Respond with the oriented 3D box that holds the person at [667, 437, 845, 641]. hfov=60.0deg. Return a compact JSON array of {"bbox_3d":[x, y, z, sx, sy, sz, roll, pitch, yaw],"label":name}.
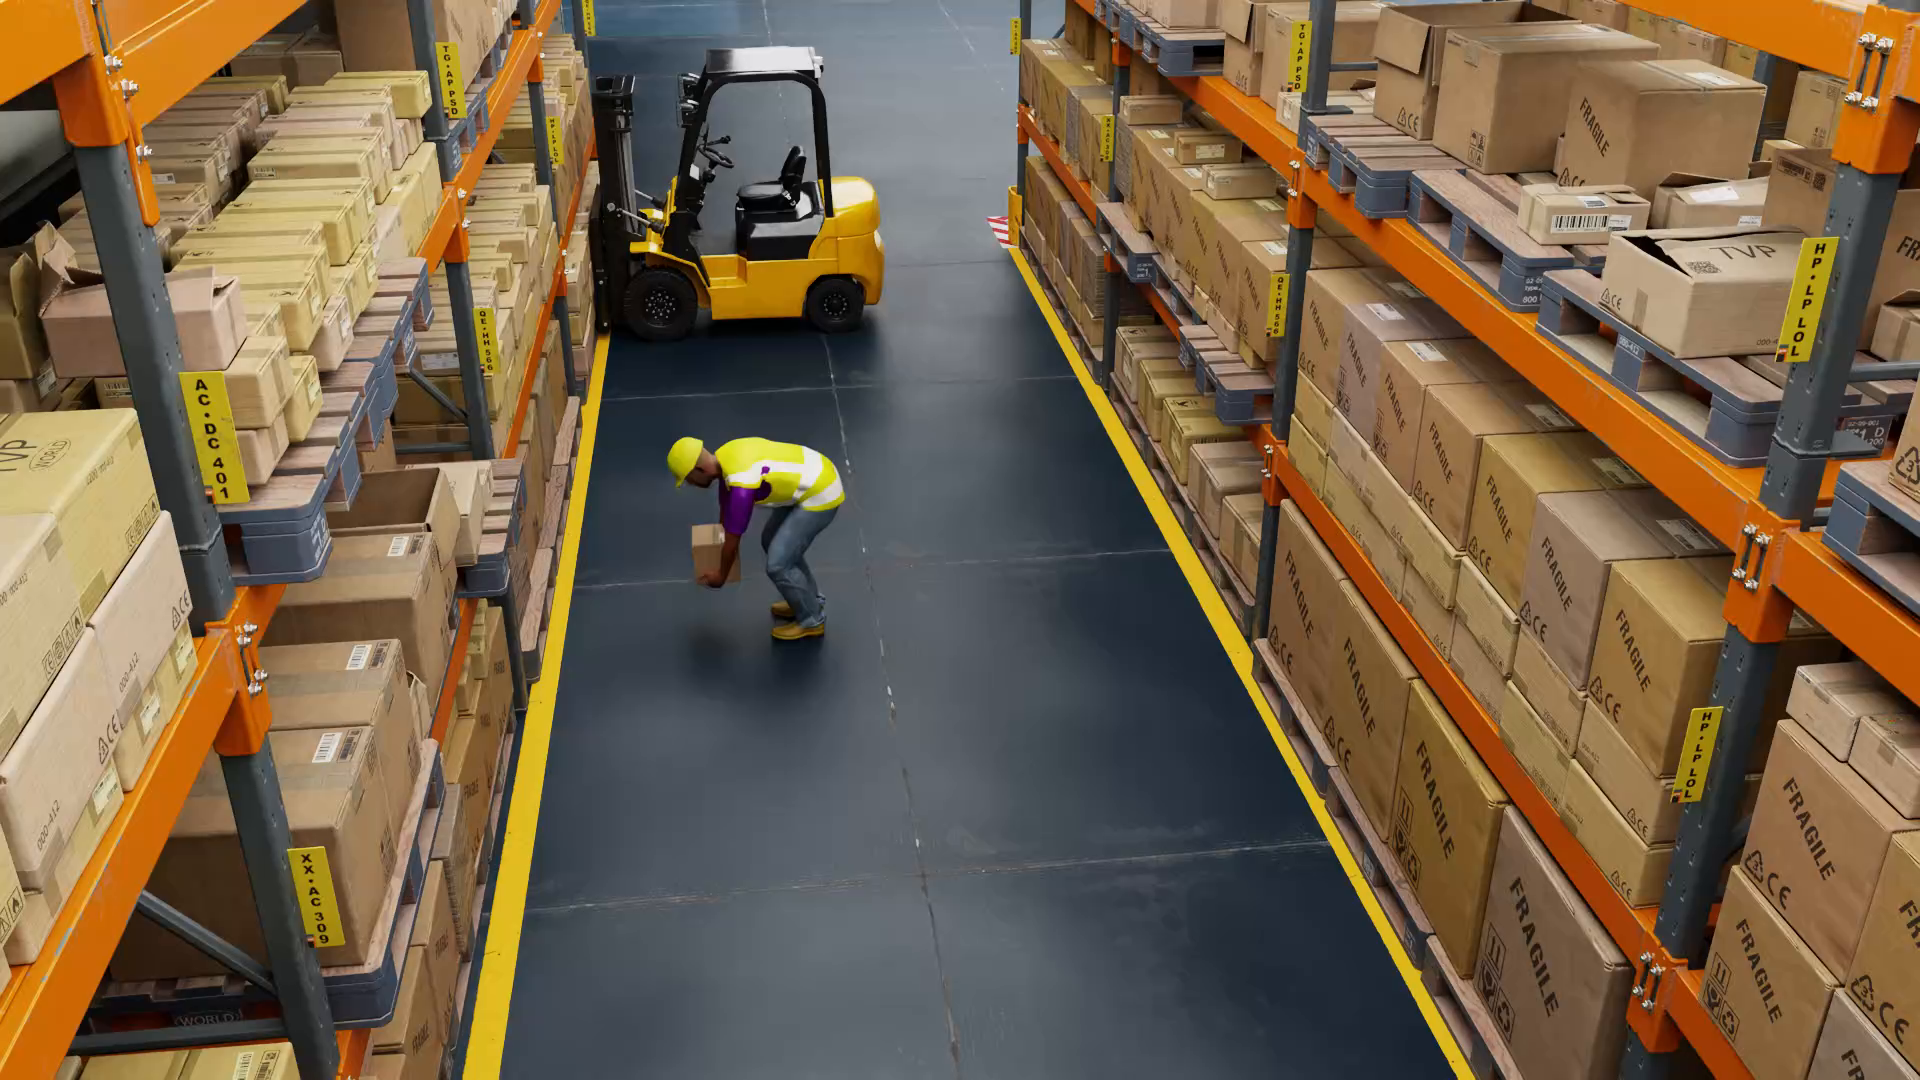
[{"bbox_3d":[-1.114,-0.036,9.274,0.950,1.208,0.499,-5,27,-9],"label":"person"}]
